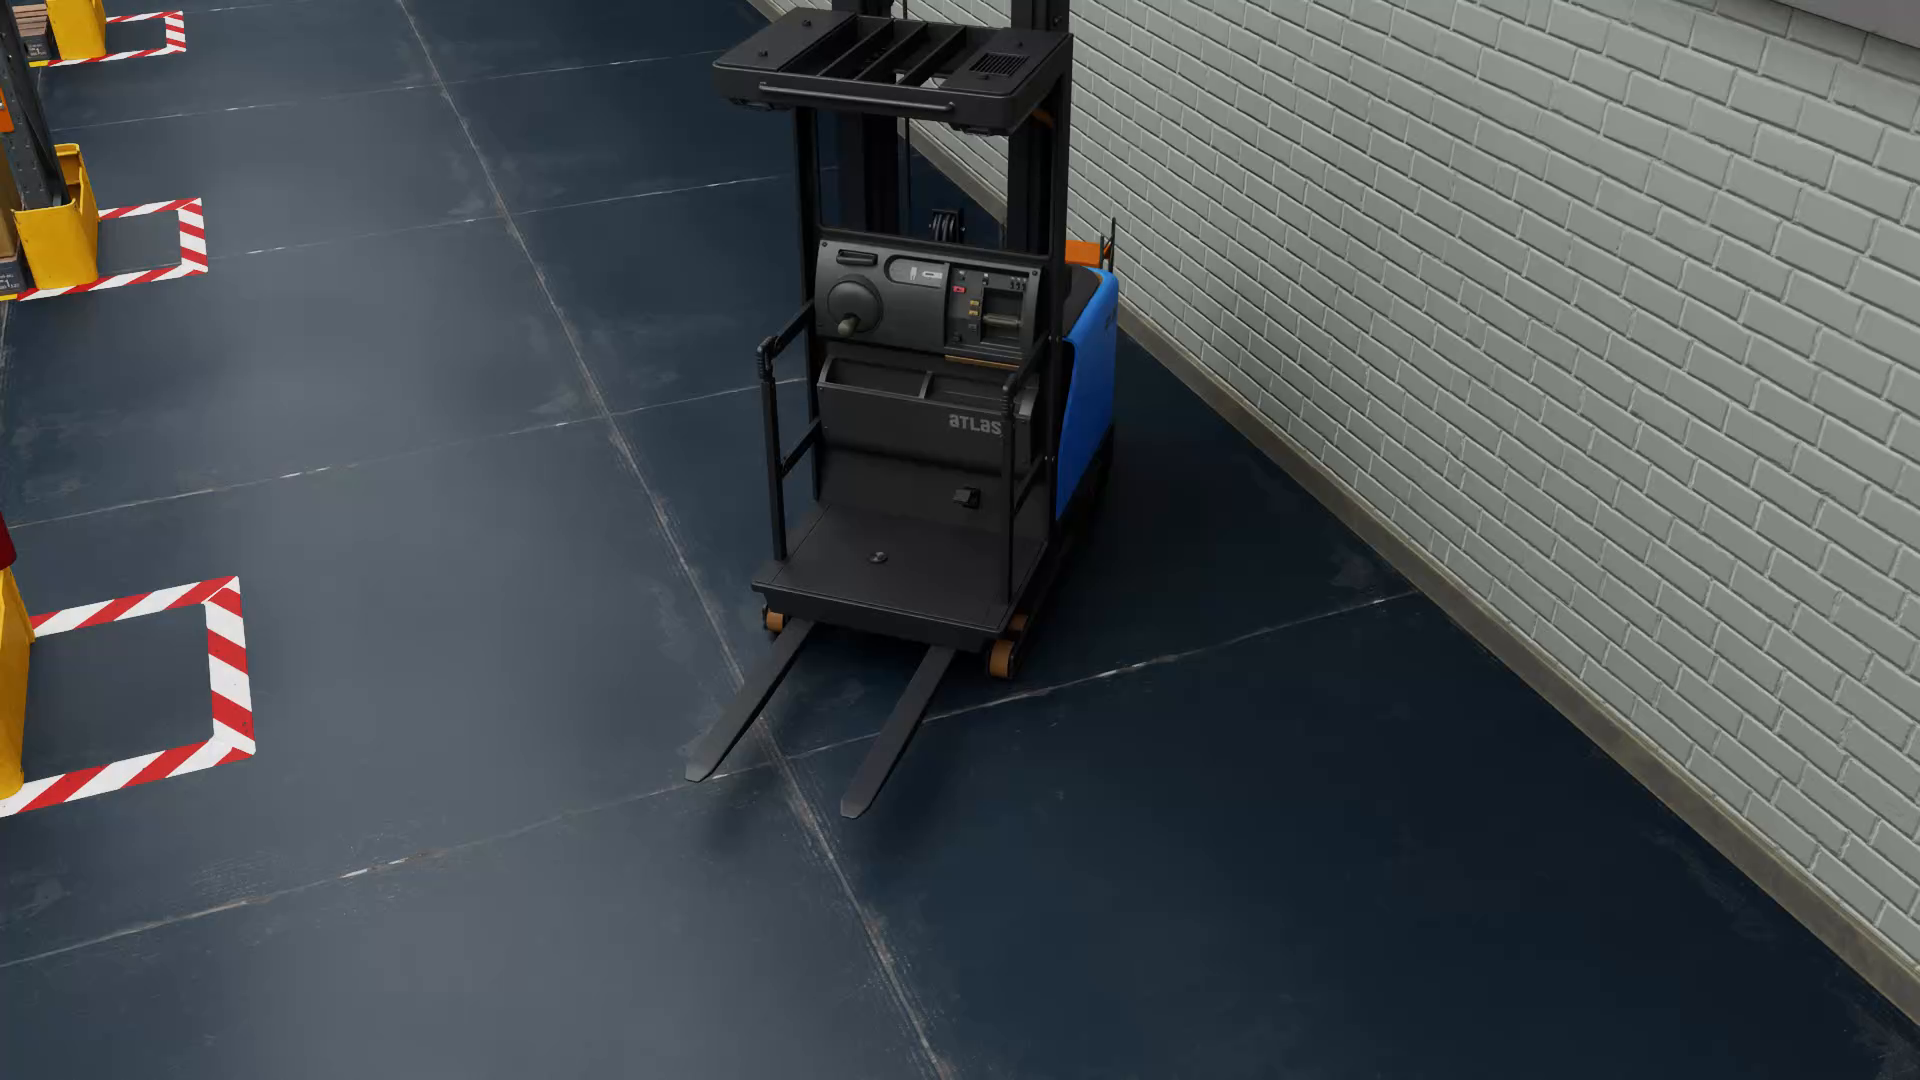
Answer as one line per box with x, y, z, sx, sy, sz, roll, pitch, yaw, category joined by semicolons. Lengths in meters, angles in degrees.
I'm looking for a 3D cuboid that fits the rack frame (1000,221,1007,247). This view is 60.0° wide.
0.234;-1.055;8.271;0.015;1.200;0.240;10;34;15;rack frame

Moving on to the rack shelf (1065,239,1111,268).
0.466;-1.342;7.991;0.480;0.148;0.258;10;34;15;rack shelf

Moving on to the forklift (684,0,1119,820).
-0.200;-0.903;6.451;1.130;2.935;3.031;10;34;15;forklift

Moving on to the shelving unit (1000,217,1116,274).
0.466;-1.012;8.206;0.503;1.200;0.258;10;34;15;shelving unit

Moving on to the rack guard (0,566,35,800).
-3.922;0.494;6.532;0.348;0.500;1.175;-13;35;-19;rack guard

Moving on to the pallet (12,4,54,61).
-8.372;-4.252;14.092;1.213;0.211;1.003;-13;35;-19;pallet

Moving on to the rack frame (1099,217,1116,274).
0.697;-0.970;8.140;0.015;1.200;0.240;10;34;15;rack frame

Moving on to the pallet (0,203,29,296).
-6.386;-1.708;10.182;1.213;0.211;1.003;-13;35;-19;pallet

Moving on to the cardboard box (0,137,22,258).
-6.238;-2.195;9.936;0.875;0.875;0.875;-13;35;-19;cardboard box

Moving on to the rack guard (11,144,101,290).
-5.657;-2.042;10.431;0.348;0.500;1.175;-13;35;-19;rack guard

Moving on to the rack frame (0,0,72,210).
-5.679;-3.085;9.741;0.127;3.000;1.000;-13;35;-19;rack frame

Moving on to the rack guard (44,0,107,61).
-7.579;-4.540;14.268;0.348;0.500;1.175;-13;35;-19;rack guard

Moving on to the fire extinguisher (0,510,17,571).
-3.441;-0.202;5.723;0.183;0.674;0.296;-13;35;-19;fire extinguisher

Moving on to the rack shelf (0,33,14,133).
-7.523;-2.361;9.288;4.000;0.370;1.077;-13;35;-19;rack shelf
